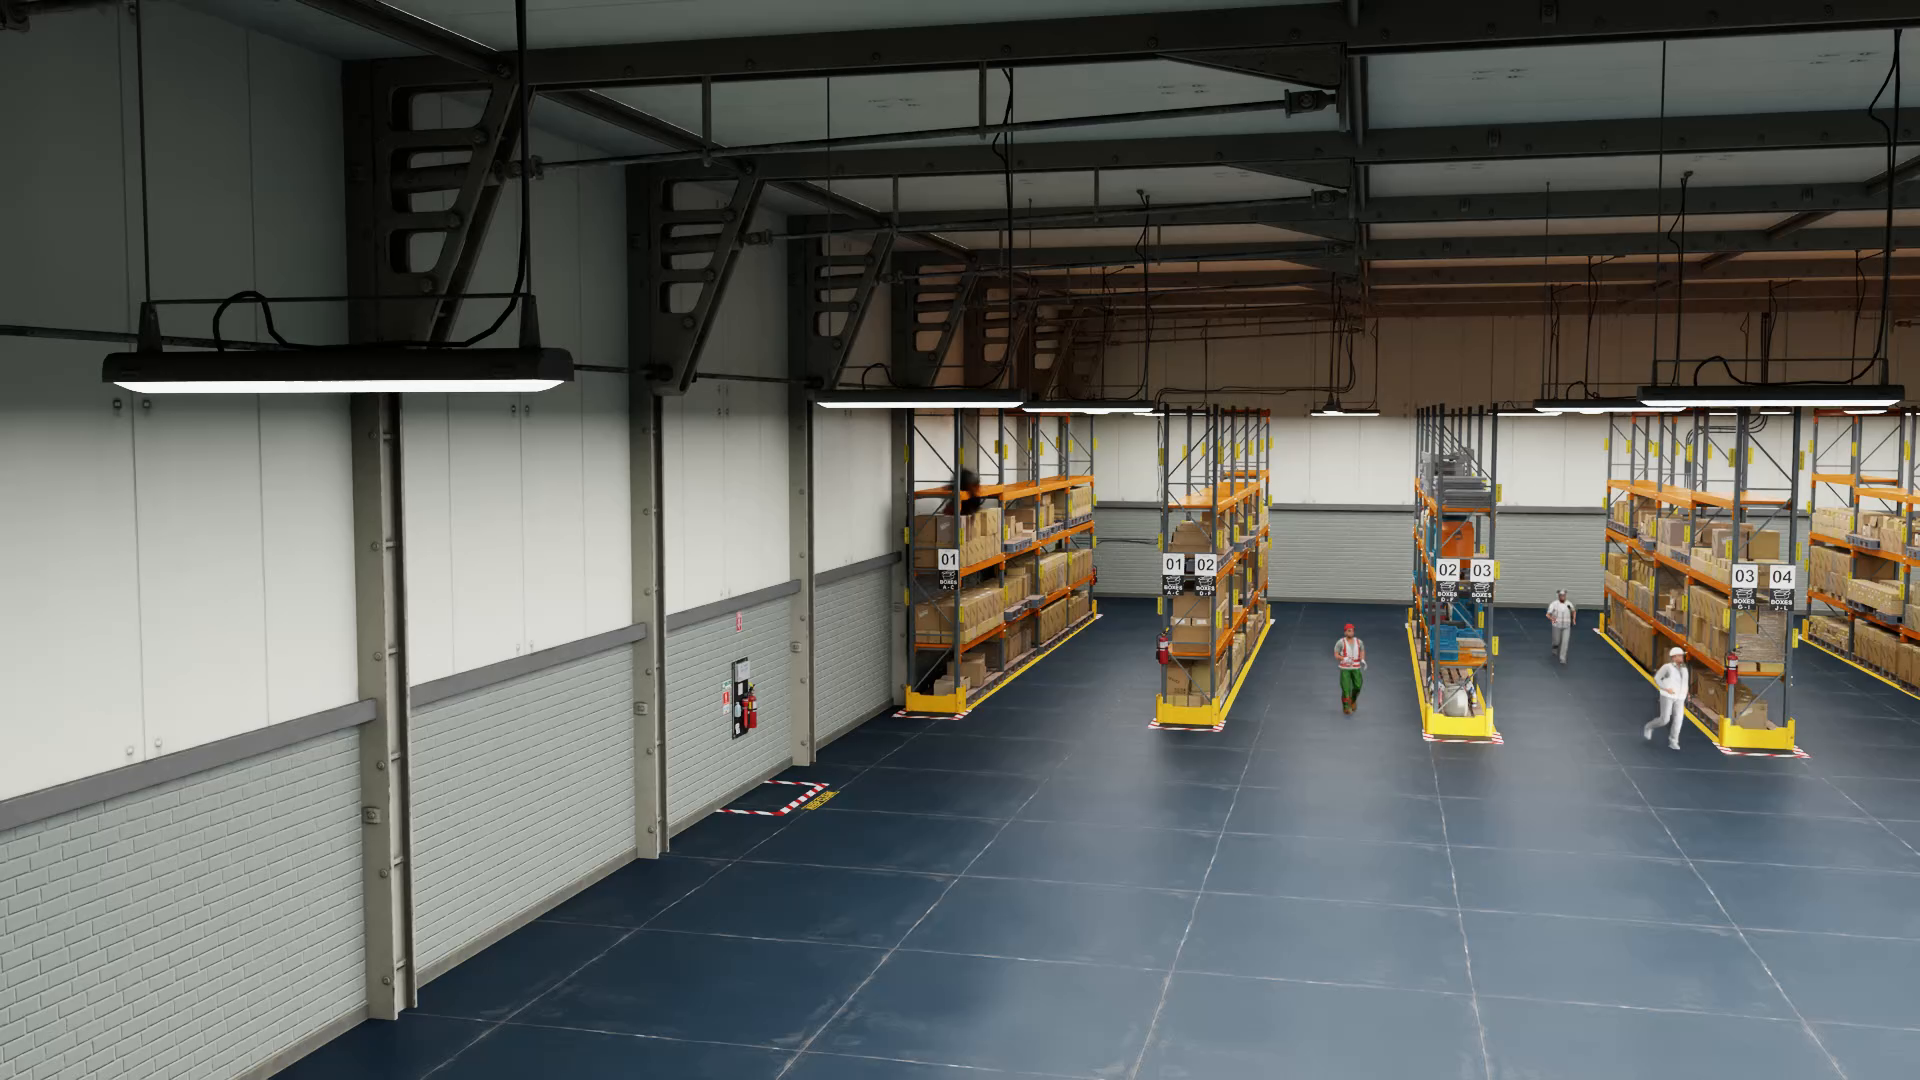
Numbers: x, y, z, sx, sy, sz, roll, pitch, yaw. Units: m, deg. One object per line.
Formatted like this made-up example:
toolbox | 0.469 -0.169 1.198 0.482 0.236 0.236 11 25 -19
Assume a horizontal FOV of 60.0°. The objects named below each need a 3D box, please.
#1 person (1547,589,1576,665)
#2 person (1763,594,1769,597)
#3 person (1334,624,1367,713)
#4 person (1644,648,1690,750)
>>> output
person | 14.117 2.019 38.984 0.677 1.749 0.926 1 4 12
person | 20.462 1.724 42.290 0.708 1.794 0.949 2 5 28
person | 7.553 2.496 32.136 0.641 1.745 0.618 0 4 -1
person | 12.472 2.745 29.023 0.714 1.722 0.889 -1 4 -12
